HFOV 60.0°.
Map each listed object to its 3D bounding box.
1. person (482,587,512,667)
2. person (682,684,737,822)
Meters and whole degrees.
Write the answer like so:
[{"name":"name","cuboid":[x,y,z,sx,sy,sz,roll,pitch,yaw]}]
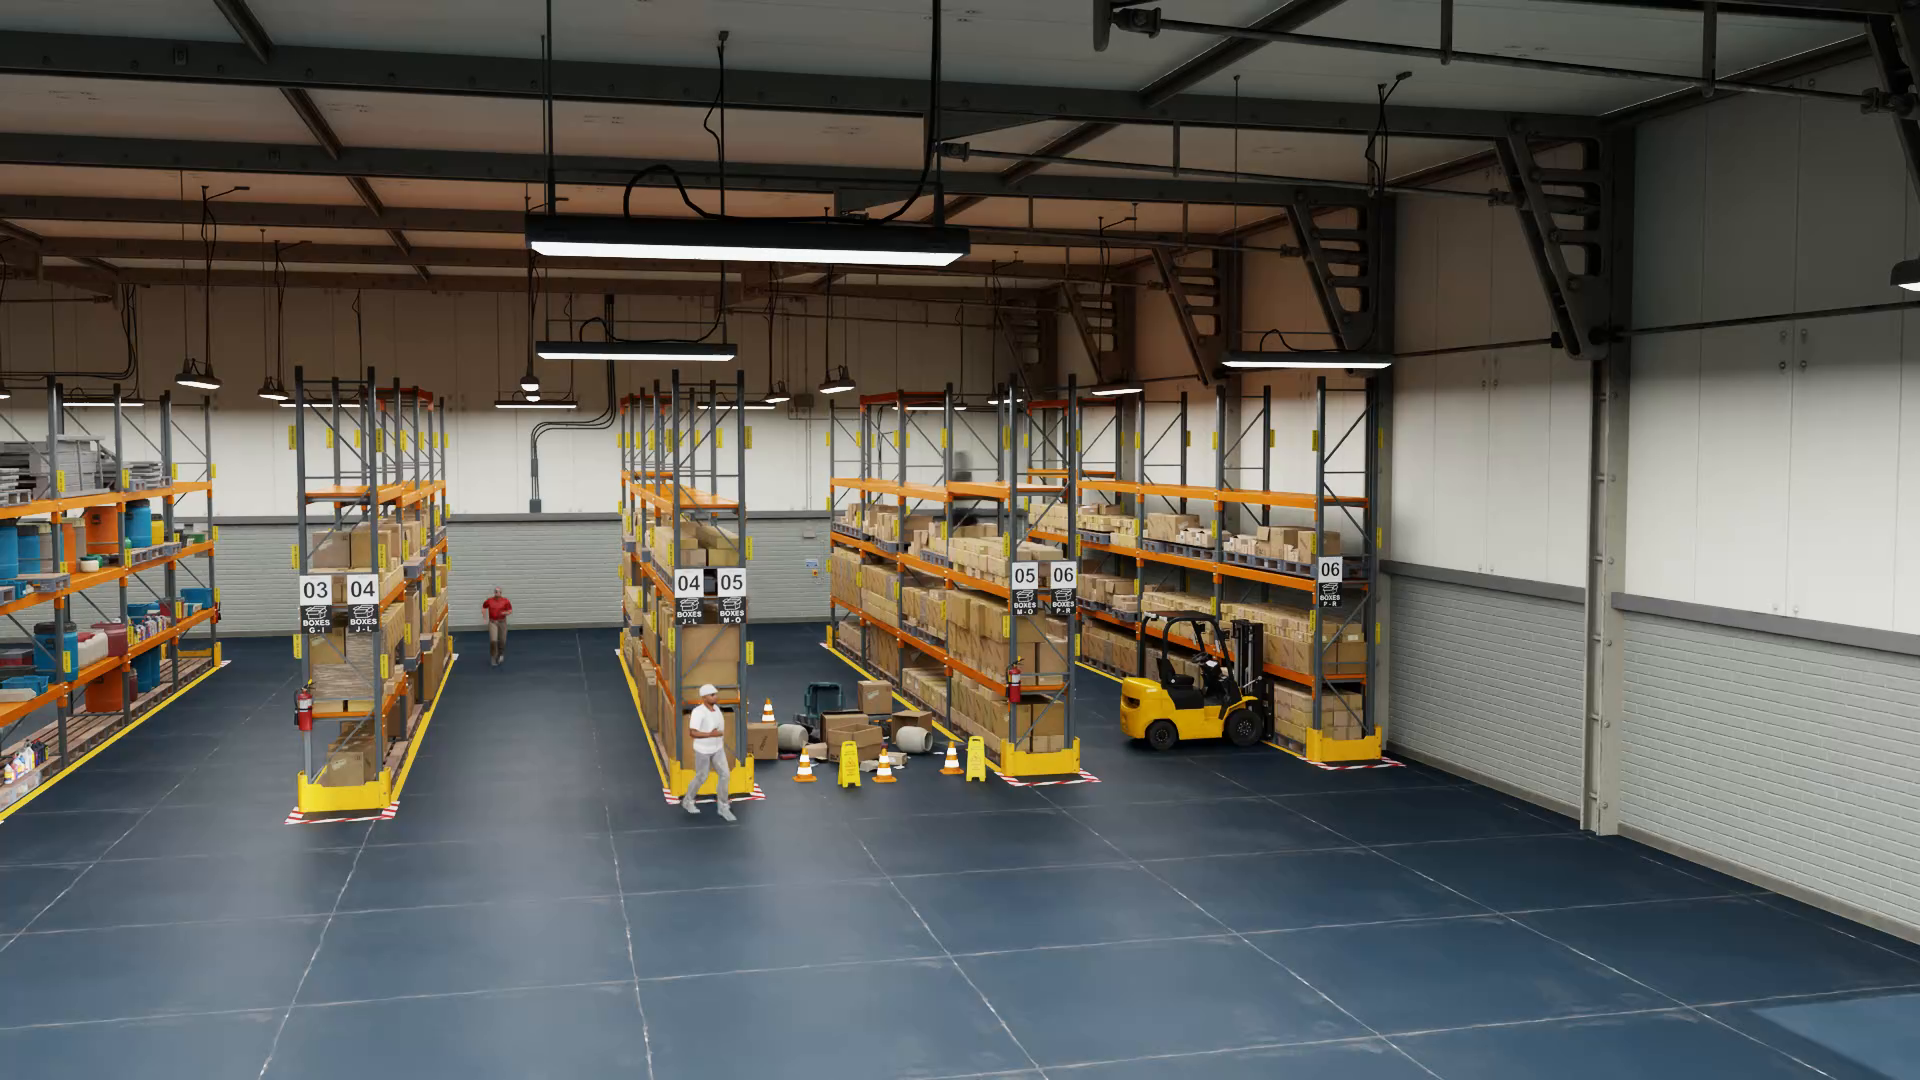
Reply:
[{"name":"person","cuboid":[-10.311,1.942,37.099,0.634,1.795,0.766,-1,4,-22]},{"name":"person","cuboid":[-3.348,2.803,21.941,0.802,1.820,0.685,2,4,35]}]
